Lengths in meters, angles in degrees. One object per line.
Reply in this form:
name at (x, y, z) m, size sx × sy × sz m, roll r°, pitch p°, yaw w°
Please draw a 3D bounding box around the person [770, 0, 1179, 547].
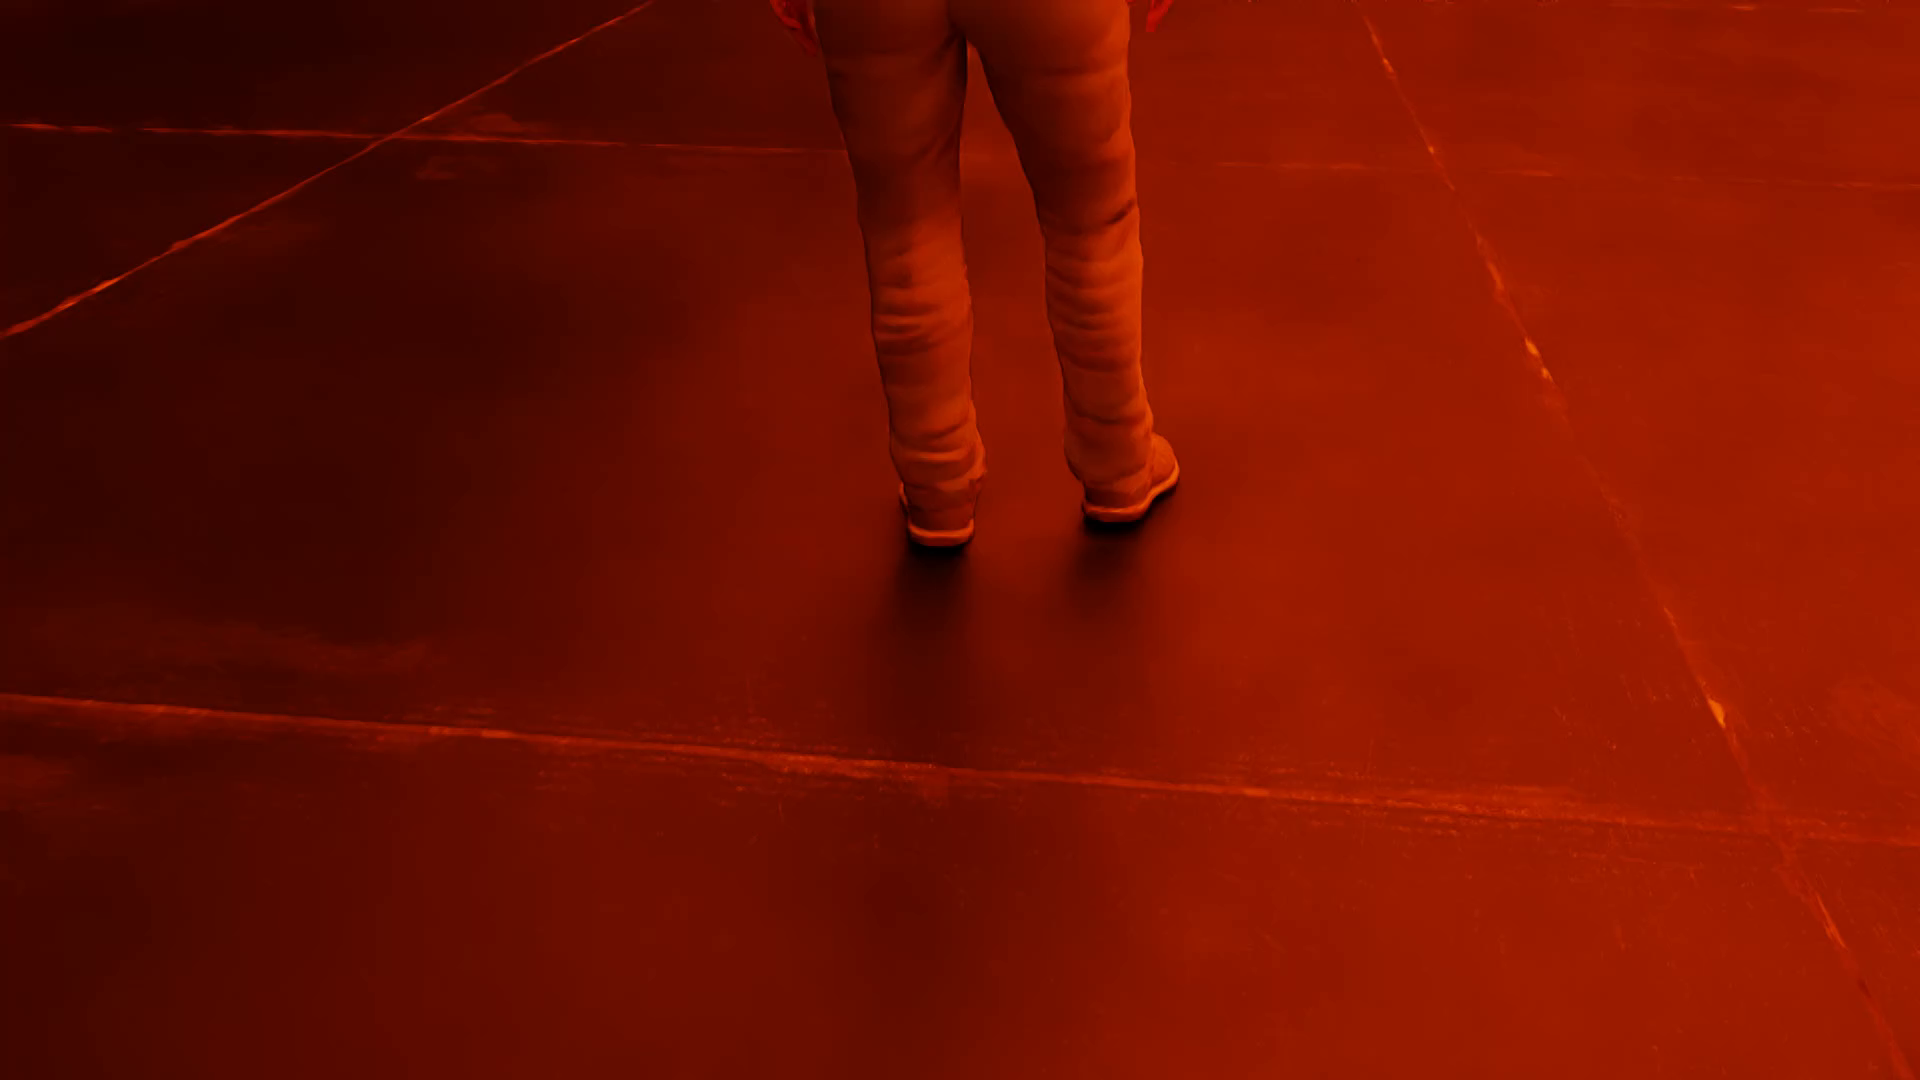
person at (0.033, -0.785, 2.190) m, size 0.598 × 1.669 × 0.529 m, roll 3°, pitch 27°, yaw 7°
